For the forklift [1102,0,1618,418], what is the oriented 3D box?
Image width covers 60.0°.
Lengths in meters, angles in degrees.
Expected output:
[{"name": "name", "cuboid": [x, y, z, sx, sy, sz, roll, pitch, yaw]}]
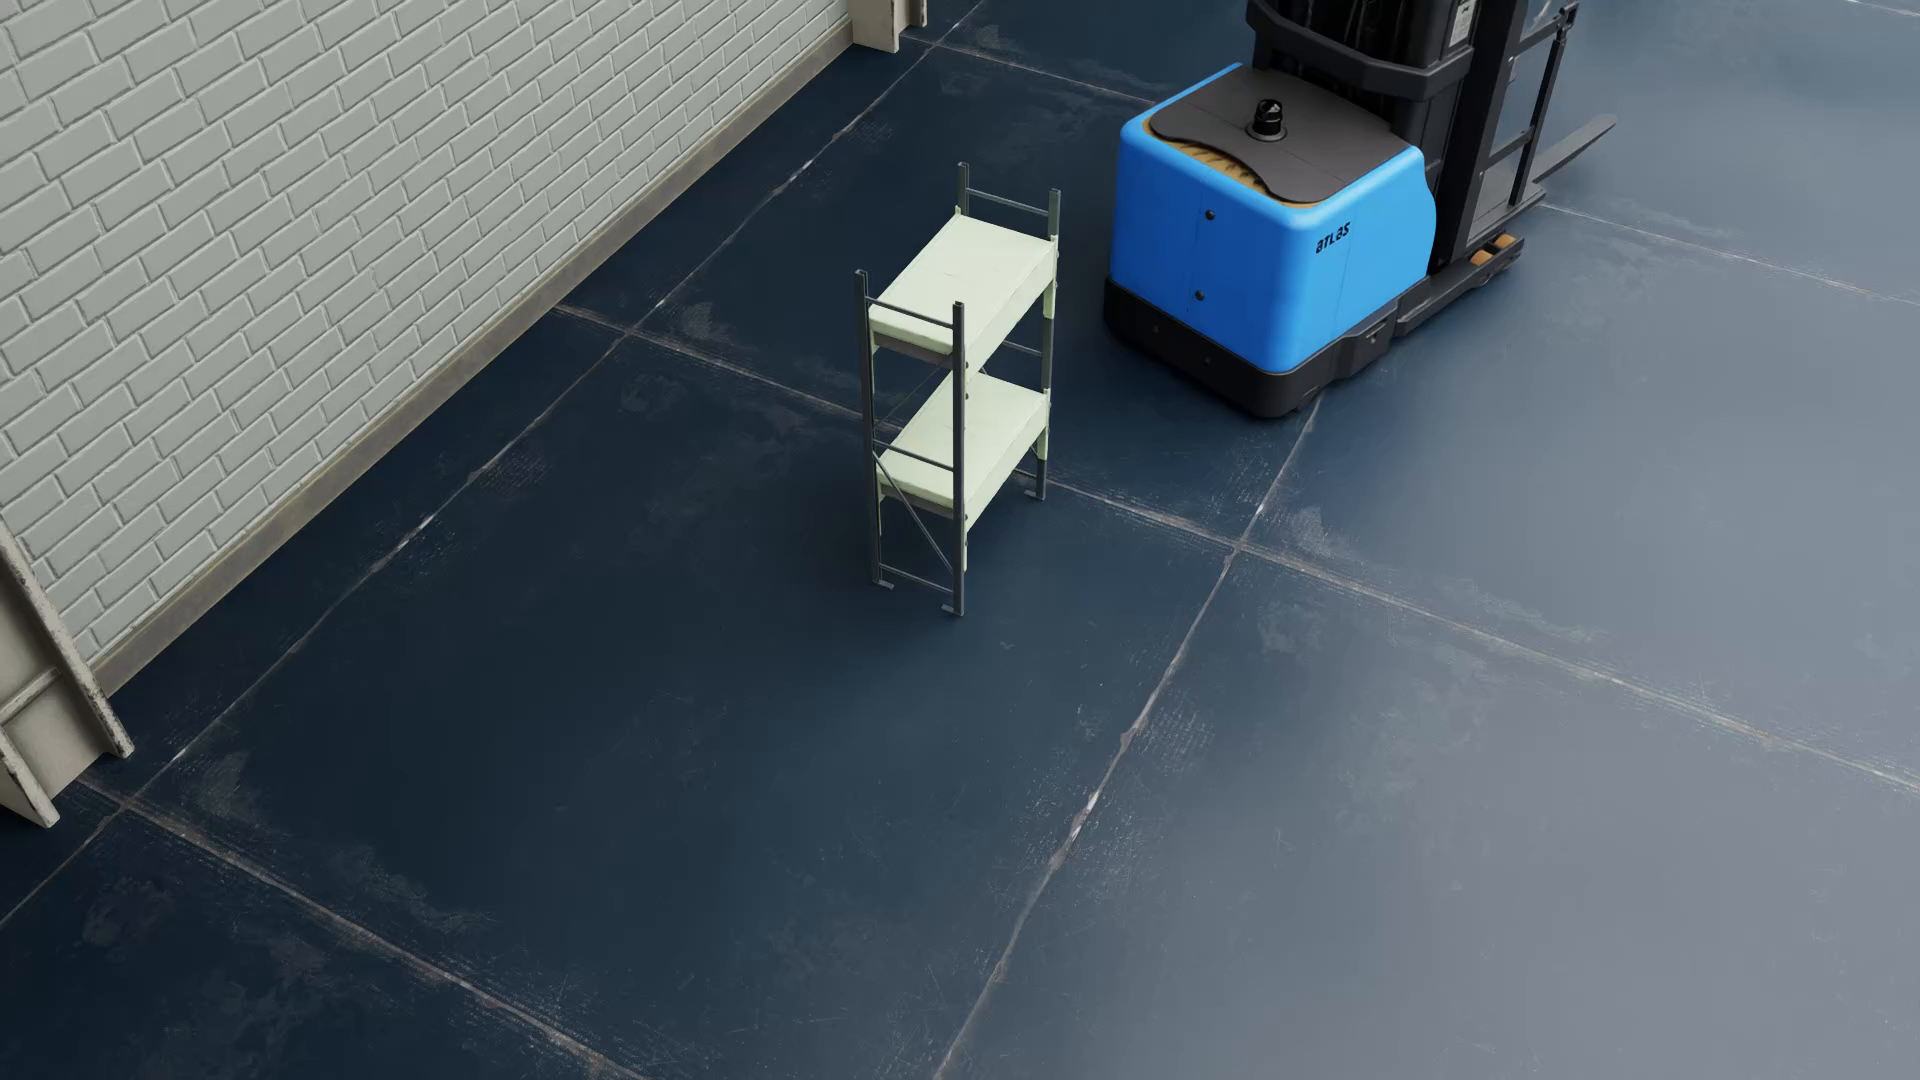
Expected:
[{"name": "forklift", "cuboid": [2.073, -2.487, 7.147, 3.031, 2.935, 1.130, -34, 54, -29]}]

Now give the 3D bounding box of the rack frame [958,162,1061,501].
[{"name": "rack frame", "cuboid": [0.173, -0.762, 6.449, 0.400, 1.500, 0.023, 20, 49, 19]}]

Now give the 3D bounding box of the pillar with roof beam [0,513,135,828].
[{"name": "pillar with roof beam", "cuboid": [0.609, -0.916, 1.328, 9.100, 9.000, 0.400, 20, 49, 19]}]

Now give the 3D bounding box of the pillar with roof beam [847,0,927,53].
[{"name": "pillar with roof beam", "cuboid": [3.394, -4.696, 5.064, 9.100, 9.000, 0.400, 20, 49, 19]}]

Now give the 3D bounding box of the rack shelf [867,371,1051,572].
[{"name": "rack shelf", "cuboid": [0.003, -0.302, 6.453, 0.431, 0.370, 0.720, 20, 49, 19]}]

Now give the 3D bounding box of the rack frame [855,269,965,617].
[{"name": "rack frame", "cuboid": [-0.167, -0.301, 5.993, 0.400, 1.500, 0.023, 20, 49, 19]}]

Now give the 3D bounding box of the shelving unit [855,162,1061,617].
[{"name": "shelving unit", "cuboid": [0.003, -0.531, 6.221, 0.431, 1.500, 0.755, 20, 49, 19]}]

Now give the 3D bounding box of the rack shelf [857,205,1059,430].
[{"name": "rack shelf", "cuboid": [0.003, -0.806, 5.943, 0.431, 0.370, 0.720, 20, 49, 19]}]
